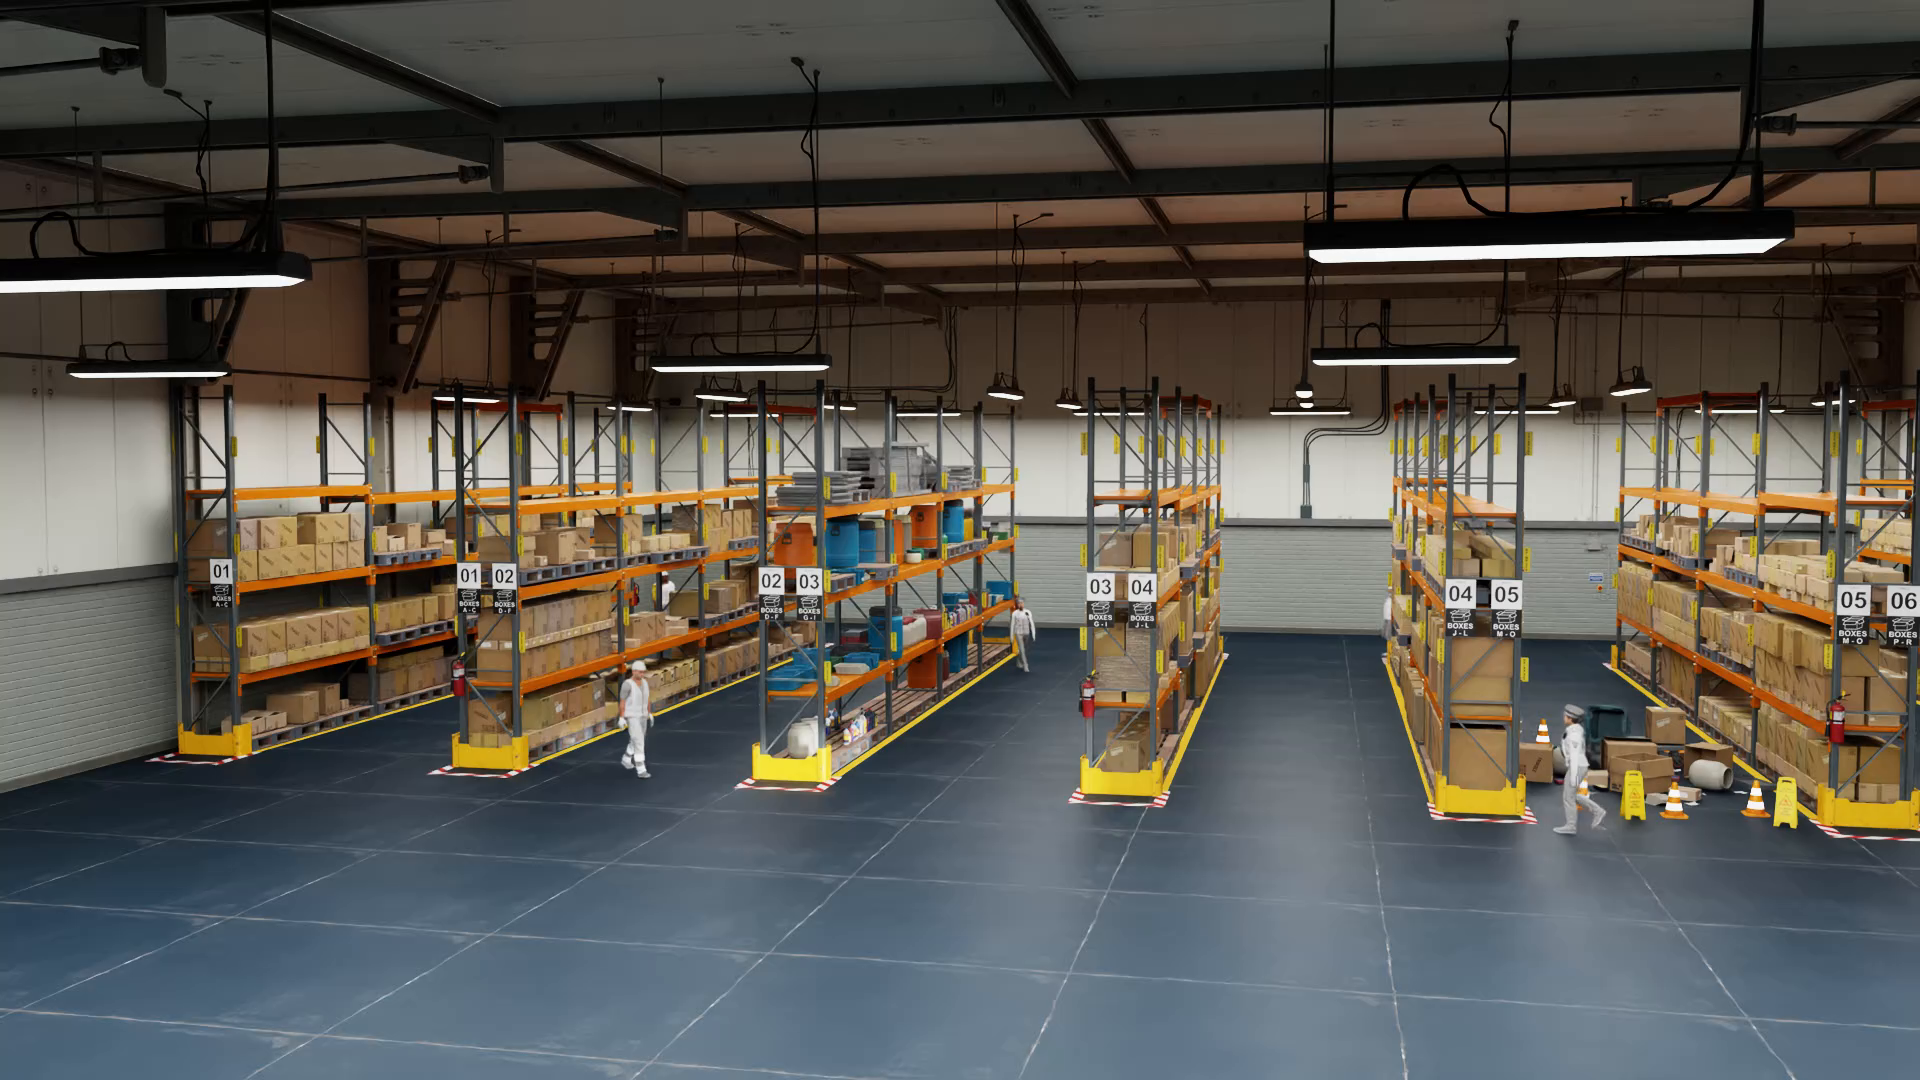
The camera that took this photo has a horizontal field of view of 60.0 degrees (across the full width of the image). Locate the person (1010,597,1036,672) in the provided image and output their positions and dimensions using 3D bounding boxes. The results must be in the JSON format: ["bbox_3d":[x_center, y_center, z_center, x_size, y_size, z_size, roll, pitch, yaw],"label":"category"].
[{"bbox_3d":[1.407,2.093,37.035,0.517,1.635,0.978,-1,3,-16],"label":"person"}]

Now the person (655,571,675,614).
[{"bbox_3d":[-7.739,1.673,43.585,0.568,1.754,0.632,-2,4,-28],"label":"person"}]

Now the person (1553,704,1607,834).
[{"bbox_3d":[8.005,2.953,21.428,0.645,1.665,0.488,1,3,20],"label":"person"}]

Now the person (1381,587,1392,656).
[{"bbox_3d":[10.313,1.884,39.583,0.548,1.764,0.553,0,3,-4],"label":"person"}]

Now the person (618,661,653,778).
[{"bbox_3d":[-4.944,2.710,25.392,0.917,1.754,0.547,2,4,32],"label":"person"}]
